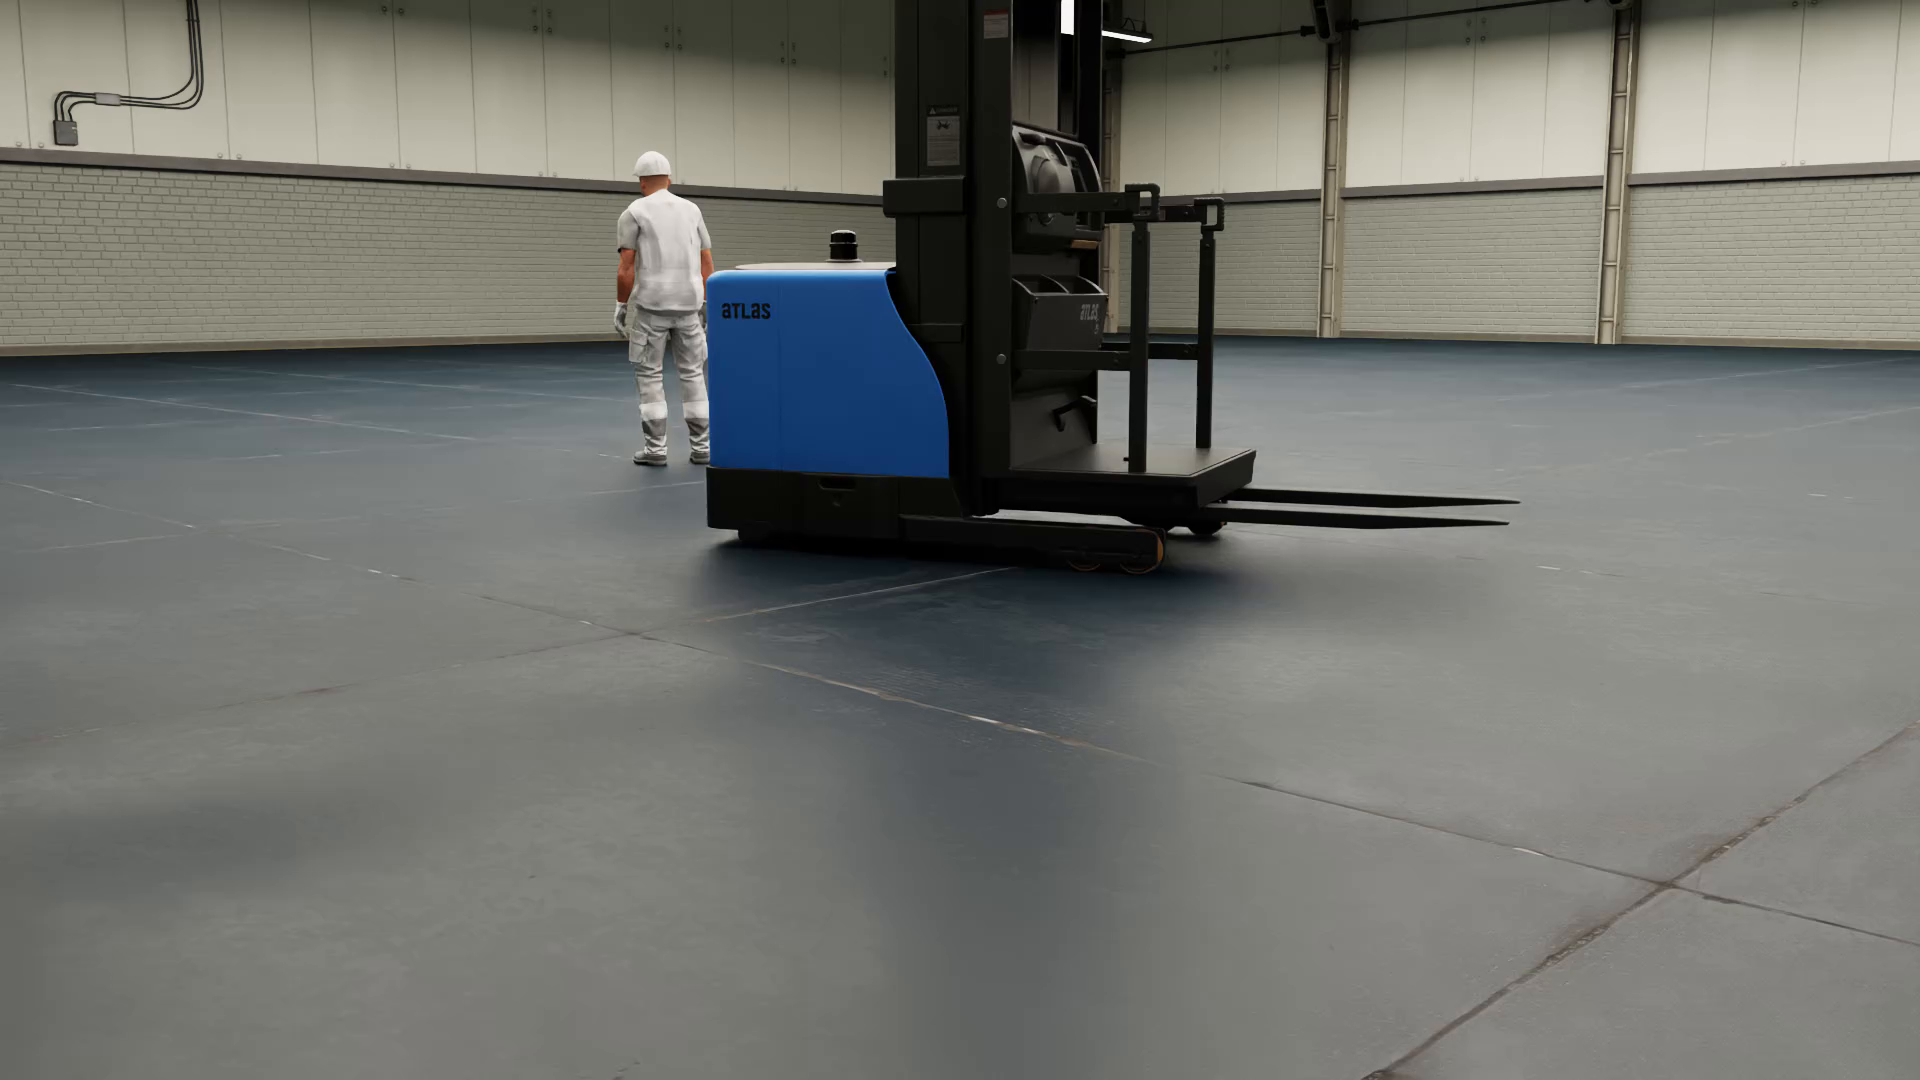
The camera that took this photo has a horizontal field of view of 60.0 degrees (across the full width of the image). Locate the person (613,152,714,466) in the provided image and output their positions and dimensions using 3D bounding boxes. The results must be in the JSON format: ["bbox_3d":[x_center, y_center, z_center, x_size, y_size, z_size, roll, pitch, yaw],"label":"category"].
[{"bbox_3d":[-1.694,-1.322,9.535,0.617,1.778,0.453,-5,10,-31],"label":"person"}]

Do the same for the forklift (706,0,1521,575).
[{"bbox_3d":[0.565,-1.416,6.275,3.031,2.935,1.130,3,9,22],"label":"forklift"}]
